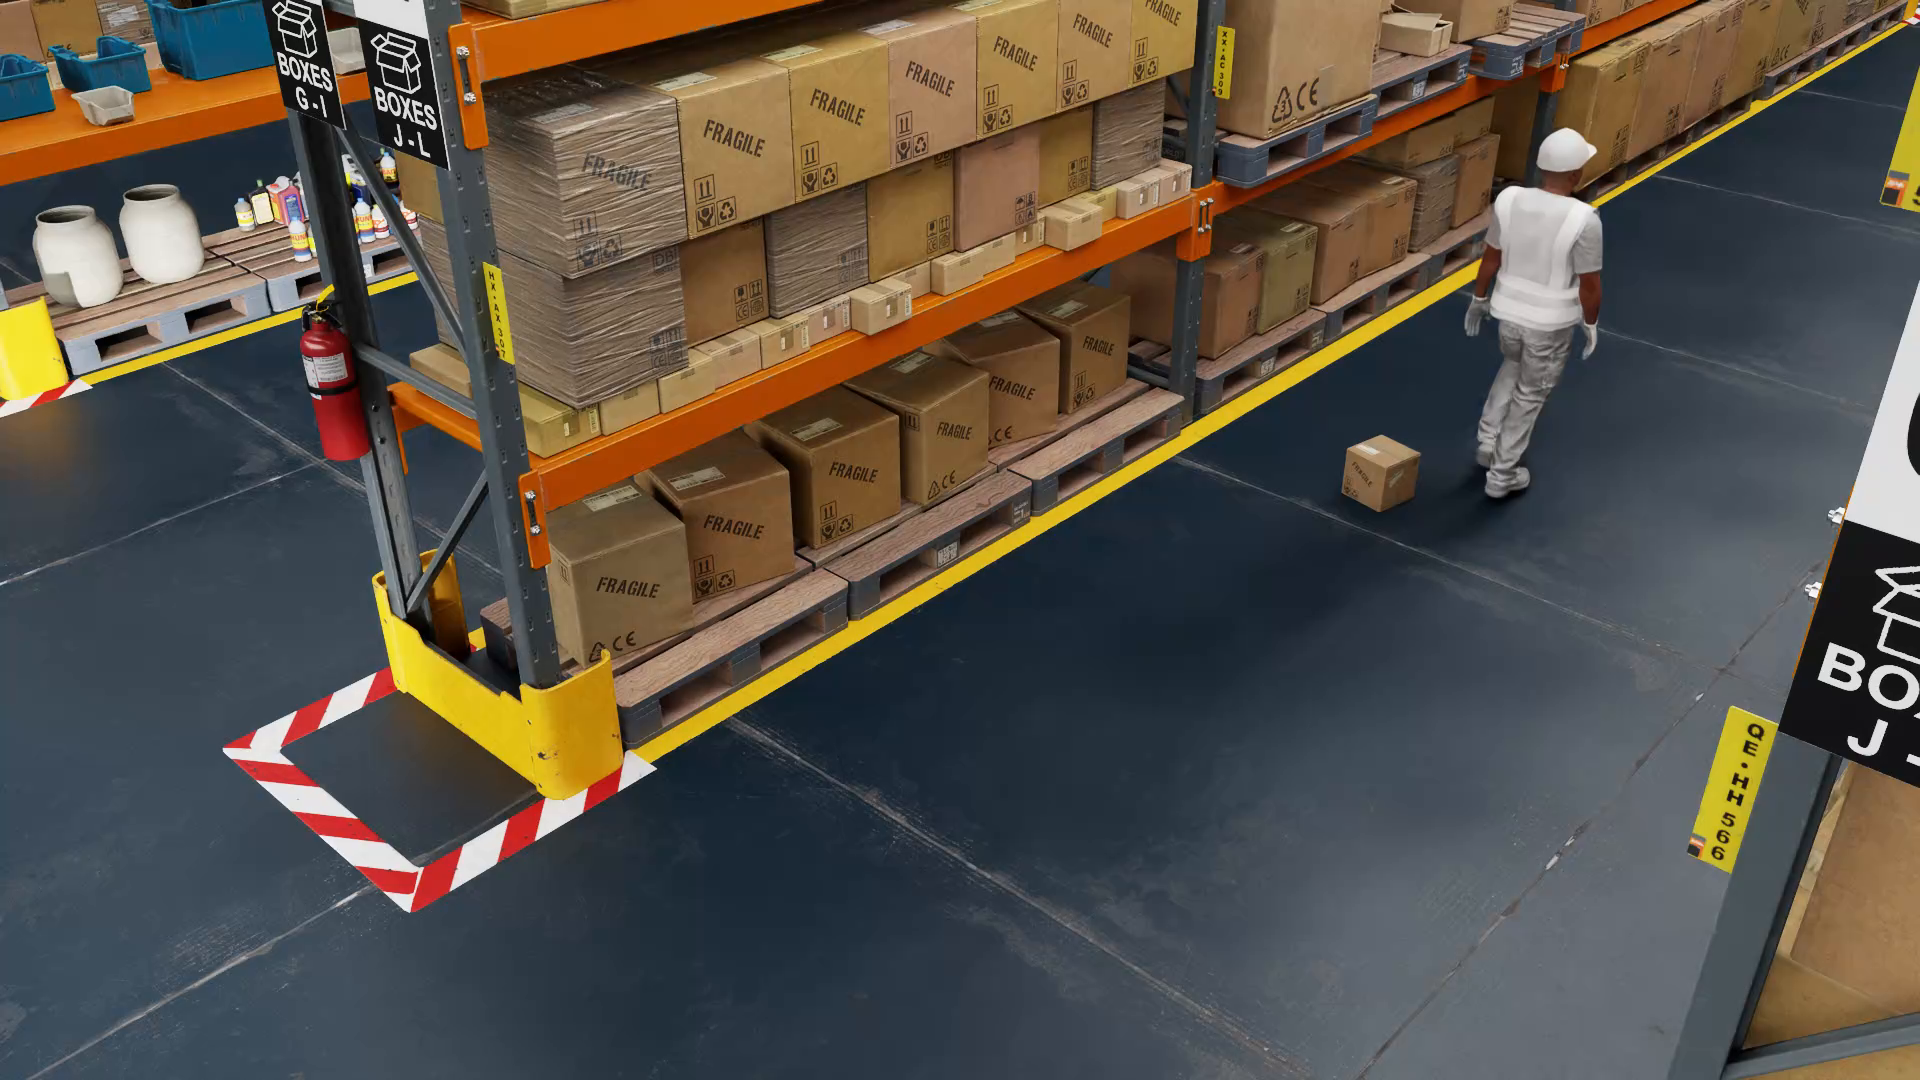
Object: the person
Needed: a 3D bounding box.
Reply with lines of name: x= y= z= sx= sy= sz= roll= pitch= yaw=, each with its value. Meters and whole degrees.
person: x=2.733 y=-1.054 z=7.844 sx=0.486 sy=1.816 sz=0.601 roll=-22 pitch=38 yaw=-32
